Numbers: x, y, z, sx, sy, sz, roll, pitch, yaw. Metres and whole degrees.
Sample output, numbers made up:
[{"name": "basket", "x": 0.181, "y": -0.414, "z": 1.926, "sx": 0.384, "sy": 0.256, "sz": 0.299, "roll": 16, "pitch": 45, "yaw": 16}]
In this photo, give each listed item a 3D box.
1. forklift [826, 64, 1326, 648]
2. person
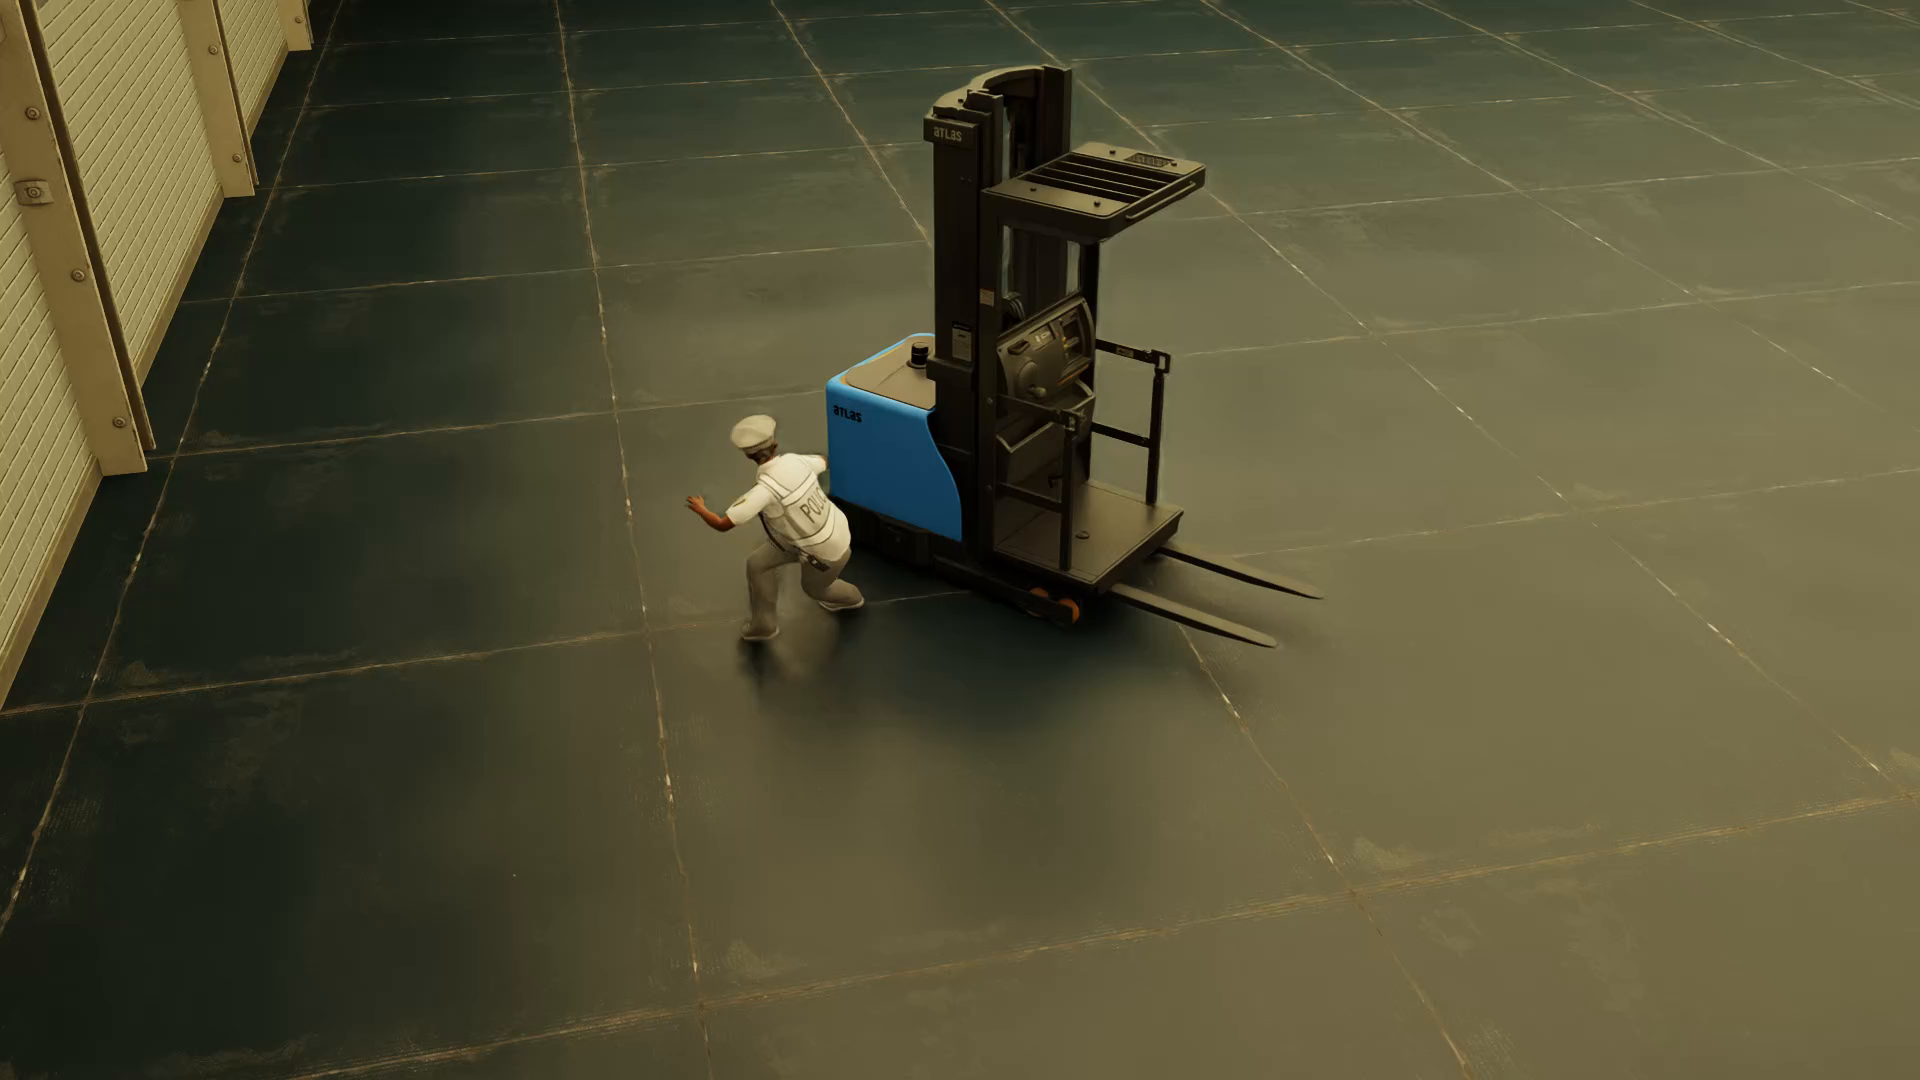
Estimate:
[{"name": "forklift", "x": 0.668, "y": -1.067, "z": 9.417, "sx": 3.031, "sy": 2.935, "sz": 1.130, "roll": 20, "pitch": 35, "yaw": 30}, {"name": "person", "x": -1.024, "y": -0.065, "z": 9.172, "sx": 0.909, "sy": 1.425, "sz": 0.907, "roll": 1, "pitch": 30, "yaw": 1}]
